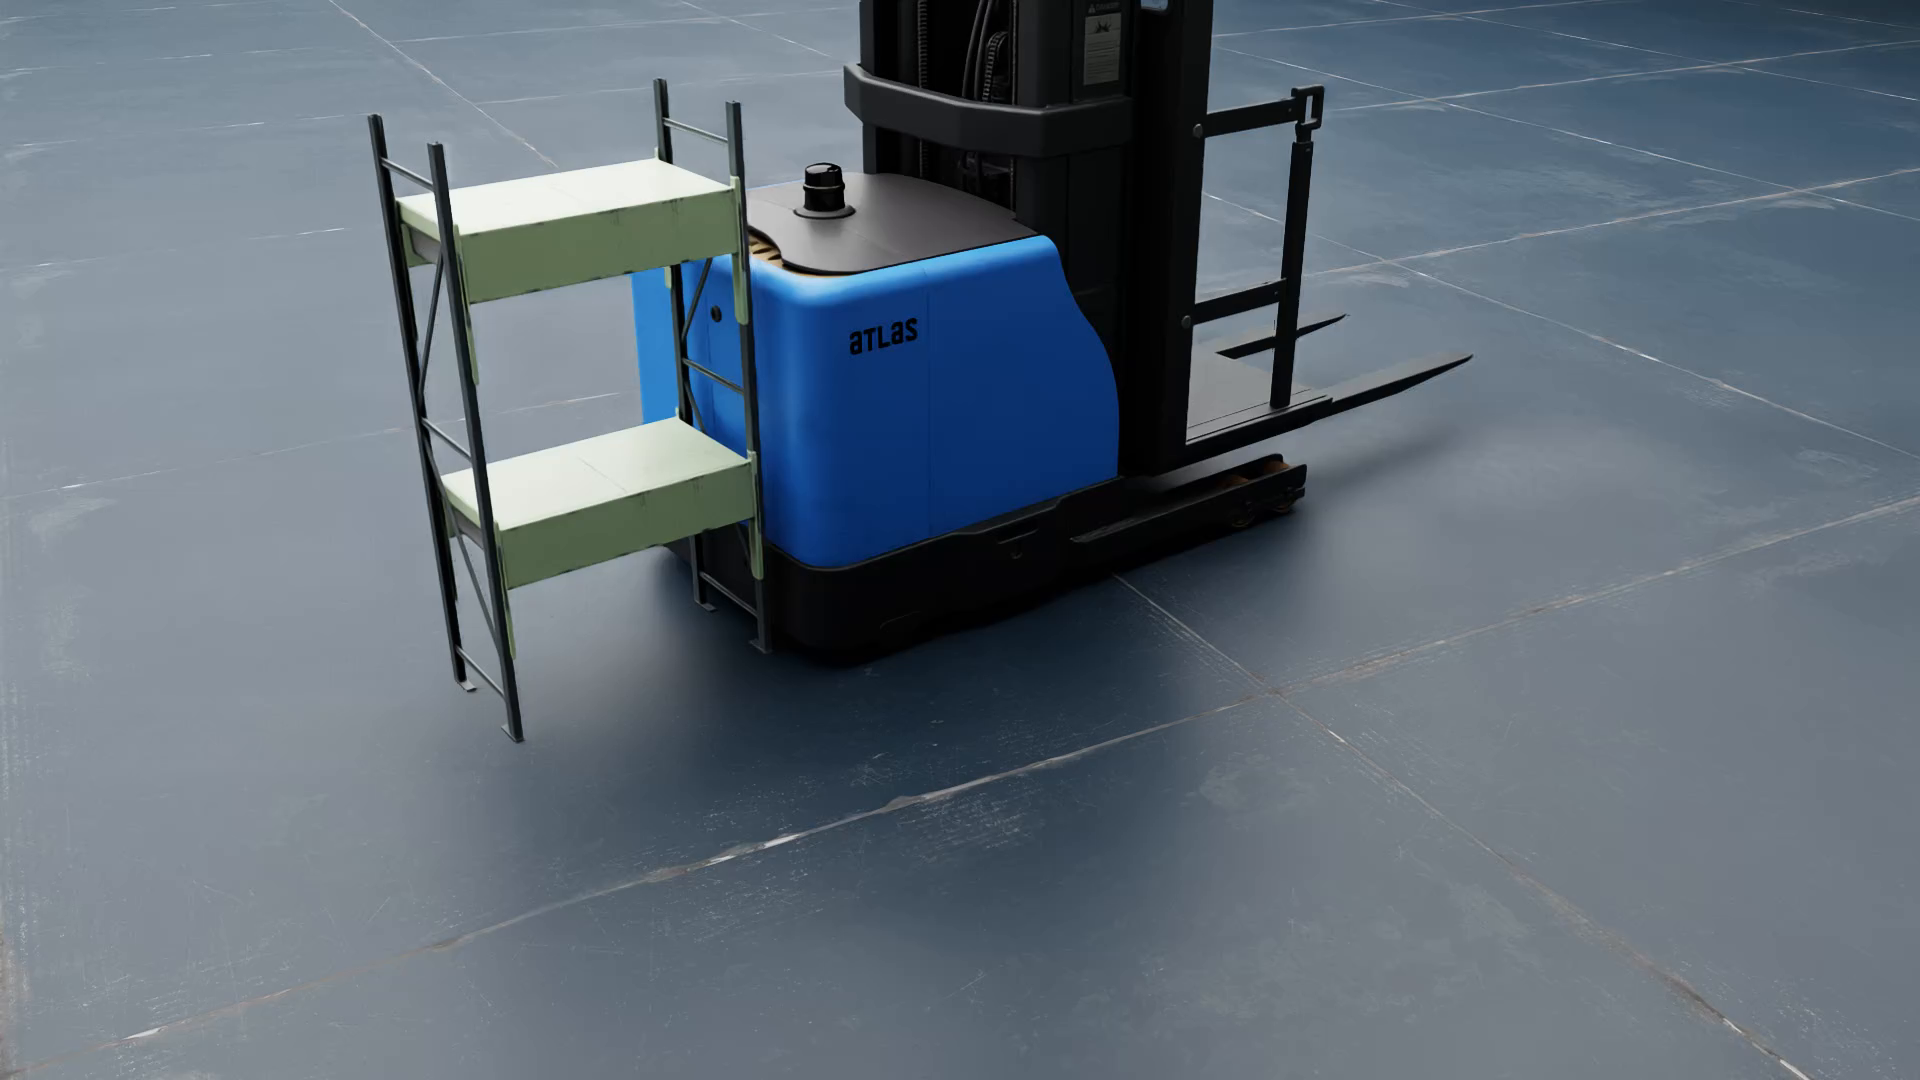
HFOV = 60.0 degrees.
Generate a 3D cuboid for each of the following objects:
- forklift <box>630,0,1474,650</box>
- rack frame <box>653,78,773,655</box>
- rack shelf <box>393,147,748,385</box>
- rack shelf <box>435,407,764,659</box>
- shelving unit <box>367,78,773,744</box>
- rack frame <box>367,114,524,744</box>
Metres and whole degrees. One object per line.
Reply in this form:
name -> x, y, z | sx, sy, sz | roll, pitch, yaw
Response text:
forklift -> 0.509, -1.523, 5.036 | 3.031, 2.935, 1.130 | -19, 31, -34
rack frame -> -0.649, -0.429, 4.406 | 0.023, 1.500, 0.400 | -18, 31, -33
rack shelf -> -0.940, -0.683, 4.037 | 0.720, 0.370, 0.431 | -18, 31, -33
rack shelf -> -0.939, -0.038, 4.348 | 0.720, 0.370, 0.431 | -18, 31, -33
shelving unit -> -0.940, -0.332, 4.206 | 0.755, 1.500, 0.431 | -18, 31, -33
rack frame -> -1.231, -0.235, 4.006 | 0.023, 1.500, 0.400 | -18, 31, -33
